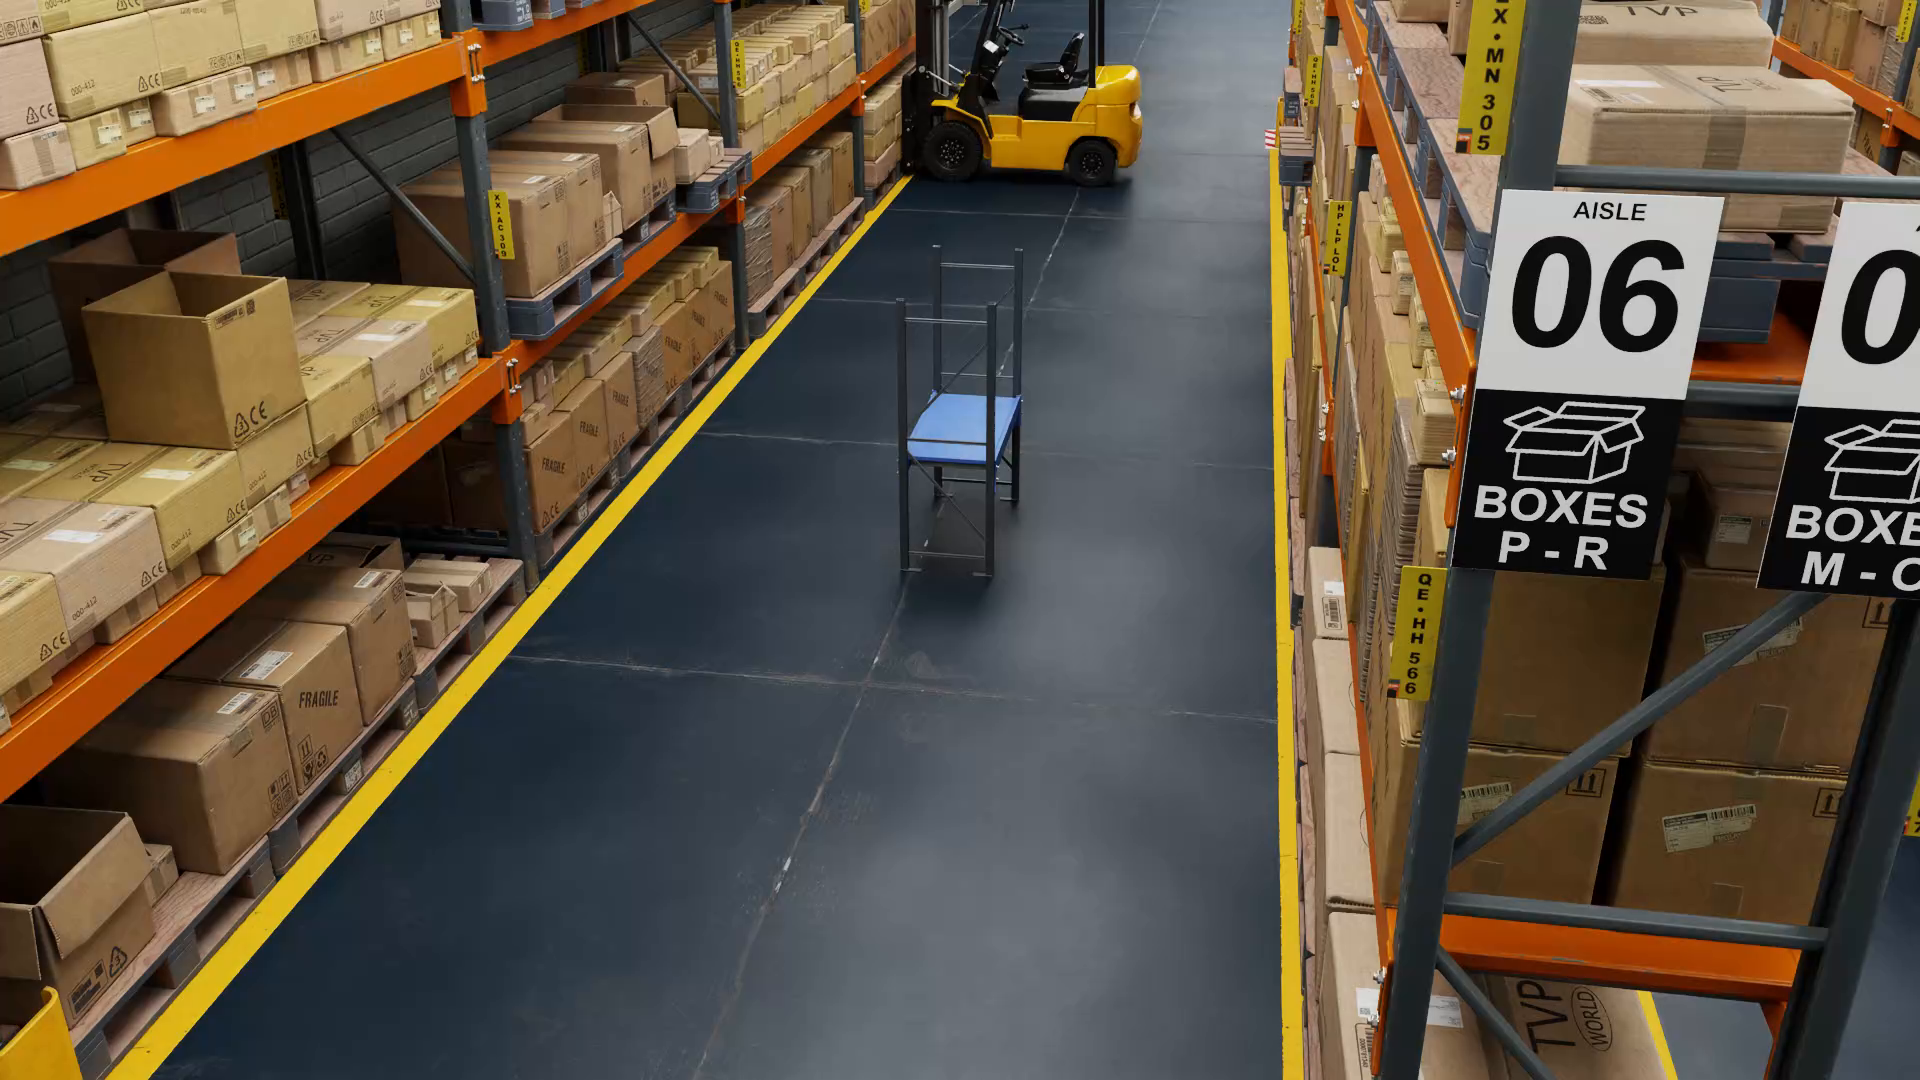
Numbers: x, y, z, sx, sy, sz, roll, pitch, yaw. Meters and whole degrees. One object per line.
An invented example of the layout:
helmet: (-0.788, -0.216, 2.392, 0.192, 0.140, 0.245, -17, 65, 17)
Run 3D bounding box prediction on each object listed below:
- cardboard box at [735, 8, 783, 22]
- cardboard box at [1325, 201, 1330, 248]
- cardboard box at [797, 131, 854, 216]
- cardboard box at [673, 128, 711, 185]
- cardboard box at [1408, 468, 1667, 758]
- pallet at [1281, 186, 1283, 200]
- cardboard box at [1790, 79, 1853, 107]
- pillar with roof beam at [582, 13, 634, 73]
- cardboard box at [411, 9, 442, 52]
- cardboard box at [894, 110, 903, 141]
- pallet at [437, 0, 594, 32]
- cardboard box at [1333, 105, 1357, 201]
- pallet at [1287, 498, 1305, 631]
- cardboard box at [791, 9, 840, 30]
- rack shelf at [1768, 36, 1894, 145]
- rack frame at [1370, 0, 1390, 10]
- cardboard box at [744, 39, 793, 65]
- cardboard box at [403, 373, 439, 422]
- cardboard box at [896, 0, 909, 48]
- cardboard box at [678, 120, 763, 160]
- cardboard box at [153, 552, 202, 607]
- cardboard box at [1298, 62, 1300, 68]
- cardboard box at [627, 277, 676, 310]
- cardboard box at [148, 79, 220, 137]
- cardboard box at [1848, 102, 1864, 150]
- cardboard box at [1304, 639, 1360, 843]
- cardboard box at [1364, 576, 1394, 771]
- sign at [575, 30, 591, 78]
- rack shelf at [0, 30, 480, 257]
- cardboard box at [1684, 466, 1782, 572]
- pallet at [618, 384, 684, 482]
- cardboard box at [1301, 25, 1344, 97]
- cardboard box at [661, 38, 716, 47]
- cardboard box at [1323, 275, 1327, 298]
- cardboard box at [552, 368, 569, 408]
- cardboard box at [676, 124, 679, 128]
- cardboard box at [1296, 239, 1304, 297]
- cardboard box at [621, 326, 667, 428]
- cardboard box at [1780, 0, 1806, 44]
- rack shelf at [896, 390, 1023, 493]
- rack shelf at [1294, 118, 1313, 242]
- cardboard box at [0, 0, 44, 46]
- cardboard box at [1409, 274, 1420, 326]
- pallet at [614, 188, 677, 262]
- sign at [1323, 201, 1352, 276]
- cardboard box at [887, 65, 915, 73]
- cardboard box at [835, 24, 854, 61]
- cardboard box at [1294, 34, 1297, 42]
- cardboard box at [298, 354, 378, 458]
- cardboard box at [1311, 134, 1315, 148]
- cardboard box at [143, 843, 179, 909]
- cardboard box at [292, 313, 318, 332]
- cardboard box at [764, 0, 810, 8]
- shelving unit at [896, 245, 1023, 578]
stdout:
cardboard box: (-1.770, -4.578, 14.609, 0.380, 0.149, 0.250, 3, 25, 7)
cardboard box: (2.170, -1.578, 8.670, 0.500, 0.250, 0.500, 5, 25, 10)
cardboard box: (-1.479, -3.375, 15.228, 0.875, 0.625, 0.625, 5, 26, 11)
cardboard box: (-1.912, -2.465, 10.660, 0.500, 0.250, 0.500, 3, 25, 6)
cardboard box: (1.375, 0.165, 4.061, 0.500, 0.500, 0.500, 5, 26, 10)
pallet: (3.764, -3.669, 16.840, 1.003, 0.211, 1.213, 4, 25, 9)
cardboard box: (1.936, -1.038, 4.074, 0.380, 0.149, 0.250, 5, 26, 10)
pillar with roof beam: (1.512, -5.833, 11.097, 9.100, 9.000, 0.400, 4, 25, 9)
cardboard box: (-2.480, -2.208, 7.186, 0.380, 0.149, 0.250, 4, 25, 8)
cardboard box: (-0.848, -4.252, 16.954, 0.500, 0.250, 0.500, 4, 25, 8)
pallet: (-2.537, -2.675, 8.110, 1.213, 0.211, 1.003, 4, 25, 9)
cardboard box: (2.190, -1.921, 8.519, 0.500, 0.500, 0.500, 5, 26, 10)
pallet: (2.237, 0.144, 8.694, 1.003, 0.211, 1.213, 4, 25, 9)
cardboard box: (-1.266, -4.551, 14.552, 0.380, 0.149, 0.250, 4, 25, 8)
rack shelf: (8.719, -4.347, 15.848, 1.077, 0.370, 4.000, 4, 25, 9)
rack frame: (2.185, -3.508, 6.131, 1.000, 3.000, 0.127, 4, 25, 9)
cardboard box: (-1.516, -3.799, 12.945, 0.380, 0.149, 0.250, 5, 25, 10)
cardboard box: (-2.555, -0.648, 7.393, 0.380, 0.149, 0.250, 5, 25, 10)
cardboard box: (-0.821, -5.332, 16.985, 0.500, 0.500, 0.500, 4, 25, 9)
cardboard box: (-1.745, -2.907, 12.100, 0.500, 0.250, 0.500, 4, 25, 9)
cardboard box: (-2.898, 0.100, 5.795, 0.380, 0.149, 0.250, 4, 25, 9)
cardboard box: (3.278, -4.284, 15.160, 0.380, 0.149, 0.250, 5, 25, 10)
cardboard box: (-2.078, -1.604, 10.826, 0.380, 0.149, 0.250, 5, 26, 10)
cardboard box: (-2.738, -1.457, 5.583, 0.380, 0.149, 0.250, 4, 25, 9)
cardboard box: (8.708, -3.700, 15.627, 0.875, 0.875, 0.875, 4, 25, 9)
cardboard box: (1.831, 0.808, 6.511, 0.875, 0.438, 0.875, 3, 25, 7)
cardboard box: (1.446, 0.407, 4.724, 0.500, 0.500, 0.500, 3, 25, 7)
sign: (-2.607, -3.368, 11.542, 0.100, 0.325, 0.005, 4, 25, 9)
rack shelf: (-3.039, -1.330, 5.863, 1.077, 0.370, 4.000, 4, 25, 9)
cardboard box: (1.862, -0.040, 3.734, 0.380, 0.149, 0.250, 5, 25, 10)
pallet: (-2.420, -0.725, 10.551, 1.003, 0.211, 1.213, 4, 25, 9)
cardboard box: (2.794, -3.472, 12.165, 0.500, 0.500, 0.500, 2, 25, 5)
cardboard box: (-2.121, -3.839, 13.029, 0.380, 0.149, 0.250, 4, 25, 8)
cardboard box: (2.195, -1.351, 8.775, 0.500, 0.250, 0.500, 3, 25, 7)
cardboard box: (-2.392, -0.847, 9.208, 0.380, 0.149, 0.250, 3, 25, 6)
cardboard box: (-2.238, -2.944, 12.179, 0.500, 0.250, 0.500, 3, 25, 7)
cardboard box: (3.054, -2.009, 12.608, 0.950, 0.372, 0.625, 4, 25, 8)
cardboard box: (-2.157, -1.027, 10.359, 0.500, 0.500, 0.500, 3, 25, 7)
cardboard box: (9.030, -5.419, 17.112, 0.875, 0.550, 0.550, 4, 25, 9)
rack shelf: (0.014, -0.552, 9.085, 0.538, 0.185, 1.000, 4, 25, 9)
rack shelf: (3.166, -2.975, 12.916, 1.077, 0.370, 4.000, 4, 25, 9)
cardboard box: (-2.944, -1.492, 4.598, 0.500, 0.250, 0.500, 4, 25, 8)
cardboard box: (1.608, -0.720, 5.188, 0.380, 0.149, 0.250, 5, 26, 10)
pallet: (-2.372, -1.906, 10.010, 1.003, 0.211, 1.213, 4, 25, 9)
sign: (1.648, -1.313, 7.245, 0.100, 0.325, 0.005, 4, 25, 9)
cardboard box: (-0.669, -4.910, 17.771, 0.500, 0.250, 0.500, 4, 25, 9)
cardboard box: (-1.233, -4.415, 14.731, 0.500, 0.250, 0.500, 3, 25, 7)
cardboard box: (3.556, -5.168, 16.284, 0.500, 0.500, 0.500, 4, 25, 7)
cardboard box: (-2.717, -0.552, 6.718, 0.500, 0.250, 0.500, 4, 25, 8)
cardboard box: (2.633, -2.811, 11.519, 0.380, 0.149, 0.250, 4, 25, 9)
cardboard box: (-3.065, 1.216, 5.981, 0.380, 0.149, 0.250, 3, 25, 6)
cardboard box: (-3.135, -0.802, 7.251, 0.500, 0.250, 0.500, 4, 25, 8)
cardboard box: (-1.606, -4.971, 15.449, 0.380, 0.149, 0.250, 4, 25, 8)
shelving unit: (0.014, -0.715, 9.008, 0.538, 1.500, 1.048, 4, 25, 9)
